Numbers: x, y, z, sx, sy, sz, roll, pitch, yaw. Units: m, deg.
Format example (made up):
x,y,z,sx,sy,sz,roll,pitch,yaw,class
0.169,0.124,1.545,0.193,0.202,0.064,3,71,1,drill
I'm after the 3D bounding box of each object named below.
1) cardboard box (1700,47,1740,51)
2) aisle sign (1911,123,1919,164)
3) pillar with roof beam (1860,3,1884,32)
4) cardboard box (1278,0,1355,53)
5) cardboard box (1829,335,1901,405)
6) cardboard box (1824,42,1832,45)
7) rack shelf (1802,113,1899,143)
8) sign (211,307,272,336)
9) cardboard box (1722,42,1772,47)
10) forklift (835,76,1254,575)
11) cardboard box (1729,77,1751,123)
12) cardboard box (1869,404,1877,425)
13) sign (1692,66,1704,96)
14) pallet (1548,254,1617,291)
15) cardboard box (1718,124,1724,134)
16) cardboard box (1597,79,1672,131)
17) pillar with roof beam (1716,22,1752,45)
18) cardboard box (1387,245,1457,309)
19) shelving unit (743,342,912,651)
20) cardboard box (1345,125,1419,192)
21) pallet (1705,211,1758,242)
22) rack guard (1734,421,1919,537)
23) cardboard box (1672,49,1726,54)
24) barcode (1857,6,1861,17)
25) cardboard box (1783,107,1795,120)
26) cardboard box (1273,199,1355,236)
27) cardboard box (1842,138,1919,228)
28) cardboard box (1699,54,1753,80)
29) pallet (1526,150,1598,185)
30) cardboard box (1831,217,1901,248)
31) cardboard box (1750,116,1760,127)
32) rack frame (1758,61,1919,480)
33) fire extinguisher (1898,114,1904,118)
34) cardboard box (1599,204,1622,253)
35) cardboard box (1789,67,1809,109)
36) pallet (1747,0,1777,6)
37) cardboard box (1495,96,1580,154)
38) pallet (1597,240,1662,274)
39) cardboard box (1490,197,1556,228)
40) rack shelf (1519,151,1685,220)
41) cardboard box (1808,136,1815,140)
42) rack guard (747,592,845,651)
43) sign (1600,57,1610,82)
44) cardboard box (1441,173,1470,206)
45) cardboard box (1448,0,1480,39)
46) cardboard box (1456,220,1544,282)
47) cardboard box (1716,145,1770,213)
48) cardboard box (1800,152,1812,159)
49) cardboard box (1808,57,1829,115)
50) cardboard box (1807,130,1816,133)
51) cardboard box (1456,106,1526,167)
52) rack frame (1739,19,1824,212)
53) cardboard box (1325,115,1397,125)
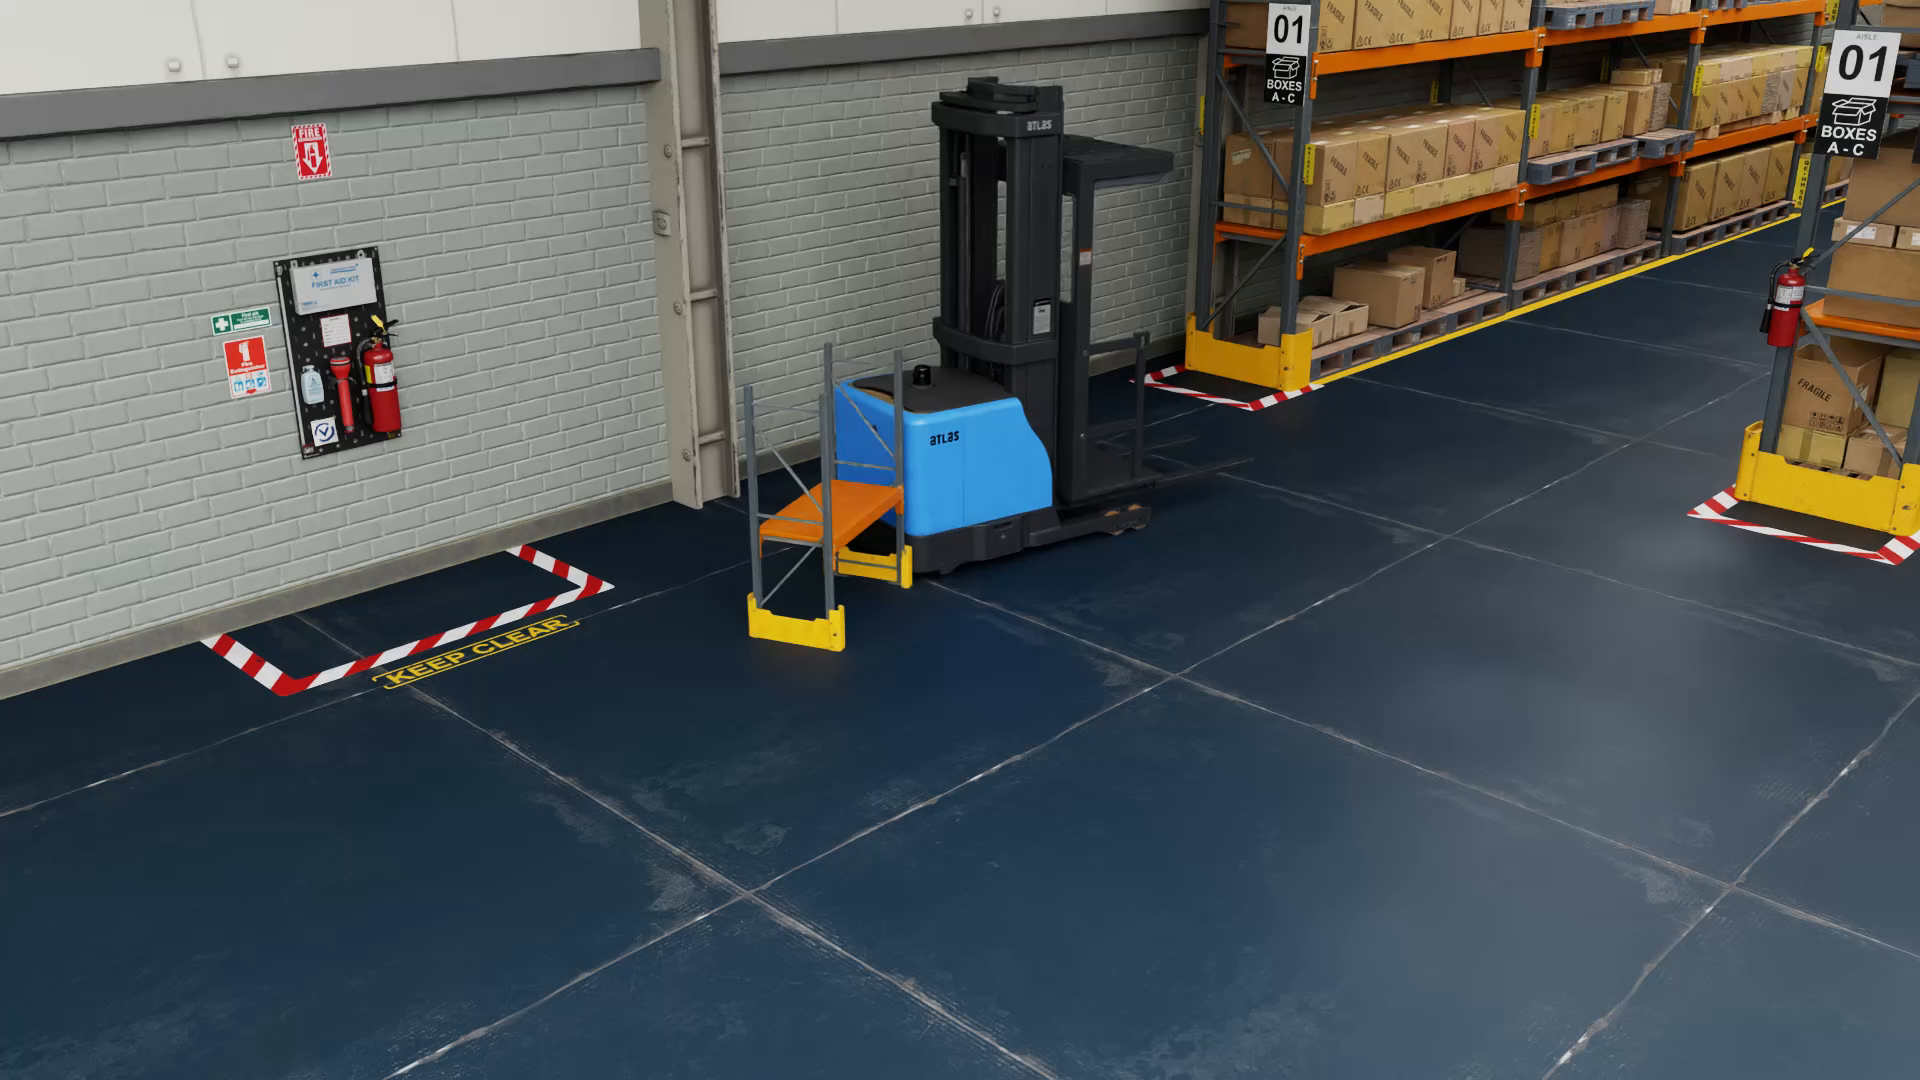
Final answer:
x,y,z,sx,sy,sz,roll,pitch,yaw,class
9.662,-6.159,21.291,0.500,0.250,0.500,18,27,39,cardboard box
6.230,-2.730,10.373,0.394,0.787,0.004,19,28,41,aisle sign
18.015,-9.595,23.496,9.100,9.000,0.400,19,28,41,pillar with roof beam
2.917,-4.328,13.807,0.500,0.500,0.500,-19,28,-41,cardboard box
6.905,-1.346,12.597,0.500,0.500,0.500,19,28,41,cardboard box
13.318,-6.968,24.605,0.700,0.700,0.980,-19,28,-40,cardboard box
12.271,-6.112,23.798,1.077,0.370,4.000,19,28,41,rack shelf
-4.013,-1.224,9.290,0.001,0.109,0.331,19,28,41,sign
10.369,-6.425,21.984,0.500,0.250,0.500,-19,28,-40,cardboard box
0.684,-1.541,10.999,3.031,2.935,1.130,-14,25,-32,forklift
9.327,-5.421,20.415,0.500,0.500,0.500,19,28,40,cardboard box
6.559,-0.866,12.394,0.500,0.250,0.500,19,28,41,cardboard box
8.481,-5.275,19.116,0.100,0.325,0.005,19,28,41,sign
6.689,-3.091,18.823,1.003,0.211,1.213,19,28,41,pallet
9.171,-5.098,20.480,0.250,0.149,0.380,-19,28,-41,cardboard box
7.765,-5.034,19.238,0.700,0.500,0.500,15,26,35,cardboard box
13.829,-8.053,19.483,9.100,9.000,0.400,19,28,41,pillar with roof beam
4.600,-2.639,16.630,0.500,0.500,0.500,17,27,37,cardboard box
-0.759,-0.285,9.725,0.587,1.500,1.083,8,22,20,shelving unit
3.770,-3.442,14.984,0.500,0.500,0.500,18,27,39,cardboard box
9.541,-4.100,21.447,1.003,0.211,1.213,19,28,41,pallet
6.040,-0.437,11.515,1.175,0.500,0.348,19,28,41,rack guard
9.295,-6.026,20.945,0.500,0.250,0.500,18,28,39,cardboard box
5.922,-3.479,10.956,0.001,0.075,0.075,19,28,41,barcode
10.684,-5.597,21.778,0.250,0.149,0.380,-20,28,-41,cardboard box
3.073,-2.834,14.449,0.500,0.250,0.500,18,28,39,cardboard box
6.428,-2.393,11.171,0.700,0.500,0.500,19,28,41,cardboard box
9.308,-5.770,20.279,0.500,0.250,0.500,20,28,41,cardboard box
5.933,-3.948,17.432,1.003,0.211,1.213,19,28,41,pallet
6.187,-2.105,11.328,0.380,0.149,0.250,19,28,40,cardboard box
9.925,-5.352,21.141,0.380,0.149,0.250,18,28,39,cardboard box
6.057,-1.610,11.083,1.000,3.000,0.127,19,28,41,rack frame
14.102,-6.675,24.887,0.296,0.674,0.183,19,28,41,fire extinguisher
7.178,-3.643,19.241,0.700,0.500,0.500,19,28,41,cardboard box
10.735,-5.947,21.783,0.500,0.500,0.500,19,28,40,cardboard box
9.275,-6.684,20.367,1.213,0.211,1.003,-19,28,-40,pallet
6.070,-4.393,17.571,0.500,0.500,0.700,-17,27,-37,cardboard box
7.540,-3.403,19.635,1.003,0.211,1.213,19,28,41,pallet
6.102,-3.573,18.016,0.500,0.250,0.500,19,28,40,cardboard box
6.691,-4.055,18.448,1.077,0.370,4.000,19,28,41,rack shelf
12.205,-5.609,23.481,0.380,0.149,0.250,18,28,39,cardboard box
-0.938,0.465,9.516,0.587,0.250,0.087,8,22,20,rack guard
7.686,-5.584,19.808,0.100,0.325,0.005,19,28,41,sign
4.489,-3.360,15.816,0.500,0.250,0.500,19,28,40,cardboard box
4.399,-4.863,15.197,0.500,0.500,0.500,18,27,39,cardboard box
5.797,-3.109,17.854,0.500,0.500,0.700,-19,28,-40,cardboard box
9.898,-4.697,21.526,0.750,0.750,0.750,-19,28,-40,cardboard box
11.471,-5.129,23.138,0.700,0.500,0.500,20,29,41,cardboard box
11.266,-6.209,22.630,0.700,0.700,0.980,-20,28,-41,cardboard box
12.311,-5.845,24.095,0.380,0.149,0.250,20,28,41,cardboard box
5.187,-3.968,16.352,0.500,0.500,0.500,19,28,41,cardboard box
10.876,-5.934,22.331,1.000,3.000,0.127,19,28,41,rack frame
3.748,-3.703,15.664,0.500,0.500,0.500,-20,29,-41,cardboard box
